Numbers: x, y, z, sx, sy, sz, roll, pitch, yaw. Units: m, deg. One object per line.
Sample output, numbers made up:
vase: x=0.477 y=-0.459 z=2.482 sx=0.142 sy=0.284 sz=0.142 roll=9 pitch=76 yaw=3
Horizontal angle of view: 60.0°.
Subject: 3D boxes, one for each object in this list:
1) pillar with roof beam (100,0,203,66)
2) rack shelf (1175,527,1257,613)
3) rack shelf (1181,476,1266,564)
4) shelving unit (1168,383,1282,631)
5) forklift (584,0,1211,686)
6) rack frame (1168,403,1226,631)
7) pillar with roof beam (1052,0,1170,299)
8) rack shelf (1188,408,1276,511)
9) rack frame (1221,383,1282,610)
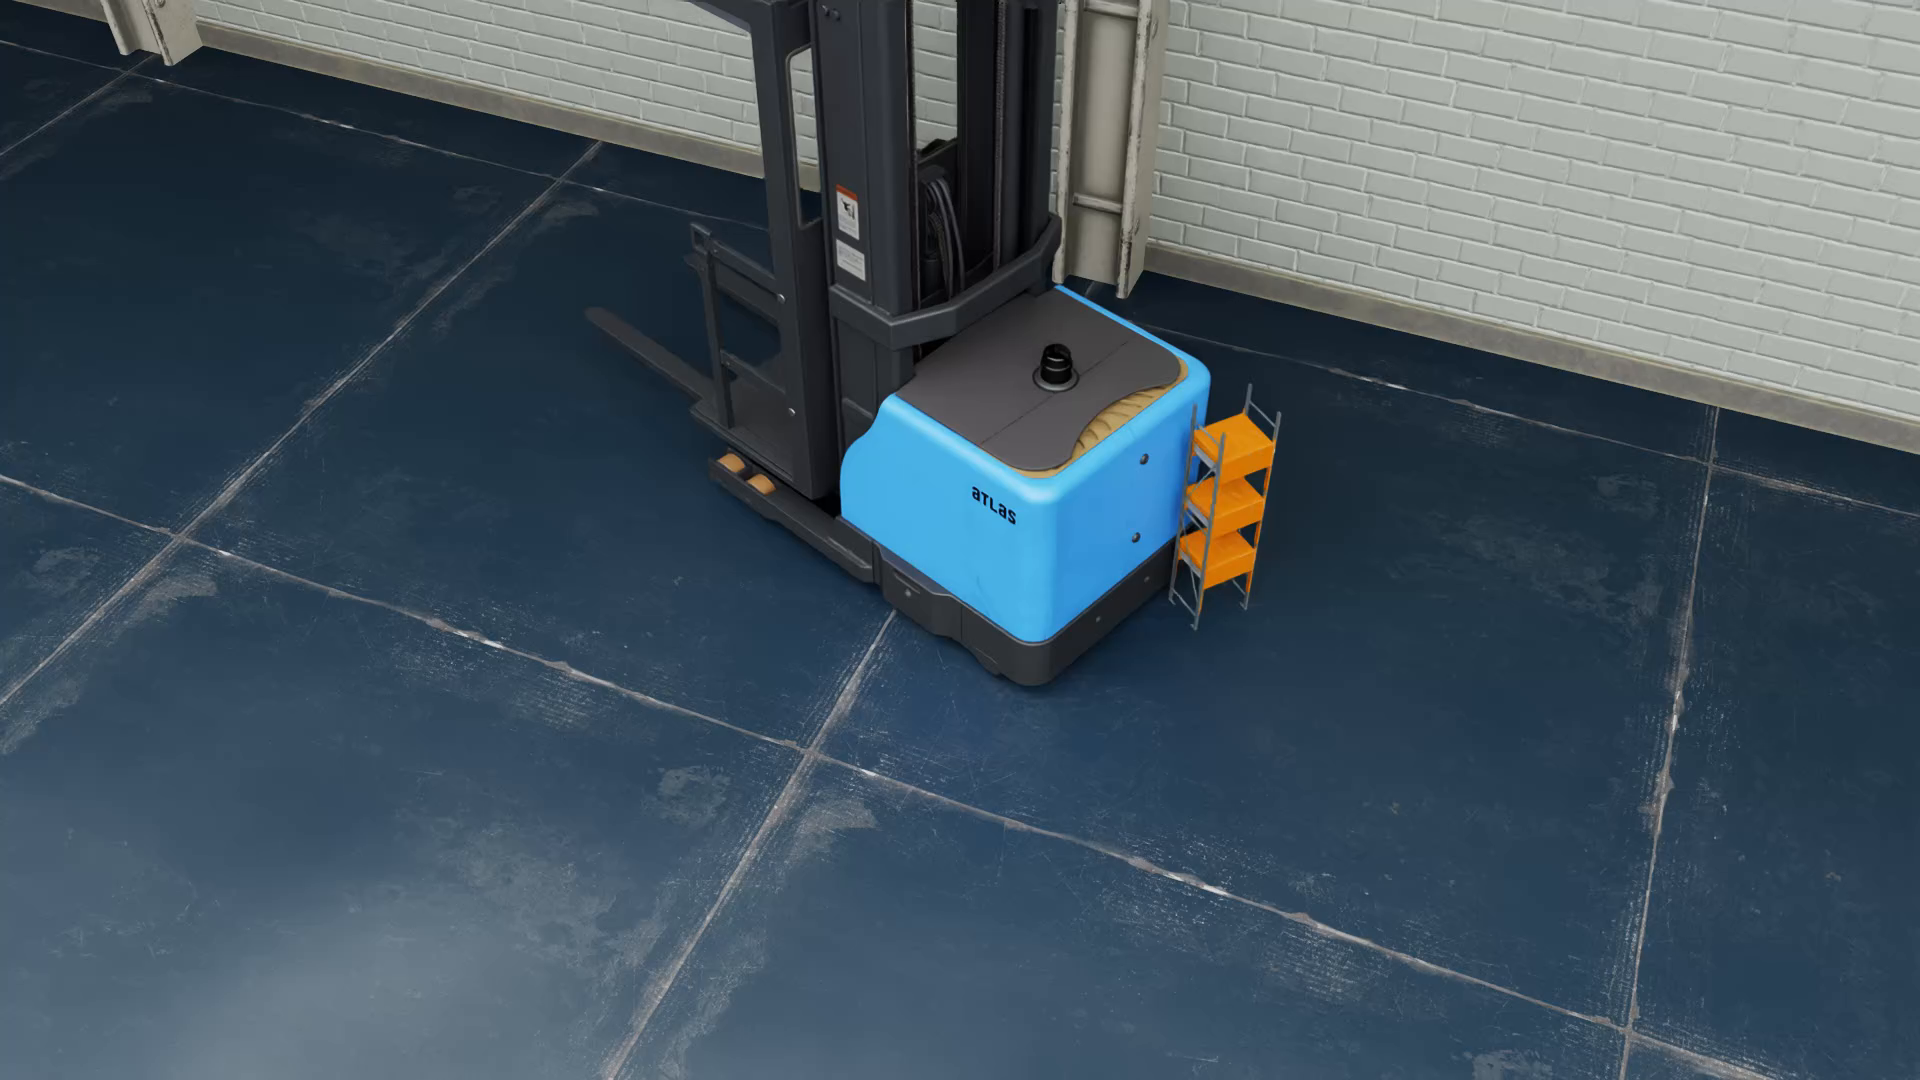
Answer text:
pillar with roof beam: x=-6.491 y=-3.372 z=4.098 sx=0.400 sy=9.000 sz=9.100 roll=16 pitch=47 yaw=16
rack shelf: x=1.015 y=0.096 z=6.657 sx=0.240 sy=0.259 sz=0.215 roll=-21 pitch=48 yaw=-19
rack shelf: x=1.015 y=-0.101 z=6.461 sx=0.240 sy=0.259 sz=0.215 roll=-21 pitch=48 yaw=-19
shelving unit: x=1.015 y=-0.108 z=6.453 sx=0.252 sy=1.050 sz=0.215 roll=-21 pitch=48 yaw=-19
forklift: x=-0.455 y=-1.396 z=6.414 sx=3.031 sy=2.935 sz=1.130 roll=34 pitch=54 yaw=29
rack frame: x=0.907 y=-0.068 z=6.413 sx=0.008 sy=1.050 sz=0.200 roll=-21 pitch=48 yaw=-19
pillar with roof beam: x=-0.953 y=-1.743 z=2.461 sx=0.400 sy=9.000 sz=9.100 roll=16 pitch=47 yaw=16
rack shelf: x=1.015 y=-0.302 z=6.261 sx=0.240 sy=0.259 sz=0.215 roll=-21 pitch=48 yaw=-19
rack frame: x=1.123 y=-0.149 z=6.494 sx=0.008 sy=1.050 sz=0.200 roll=-21 pitch=48 yaw=-19
